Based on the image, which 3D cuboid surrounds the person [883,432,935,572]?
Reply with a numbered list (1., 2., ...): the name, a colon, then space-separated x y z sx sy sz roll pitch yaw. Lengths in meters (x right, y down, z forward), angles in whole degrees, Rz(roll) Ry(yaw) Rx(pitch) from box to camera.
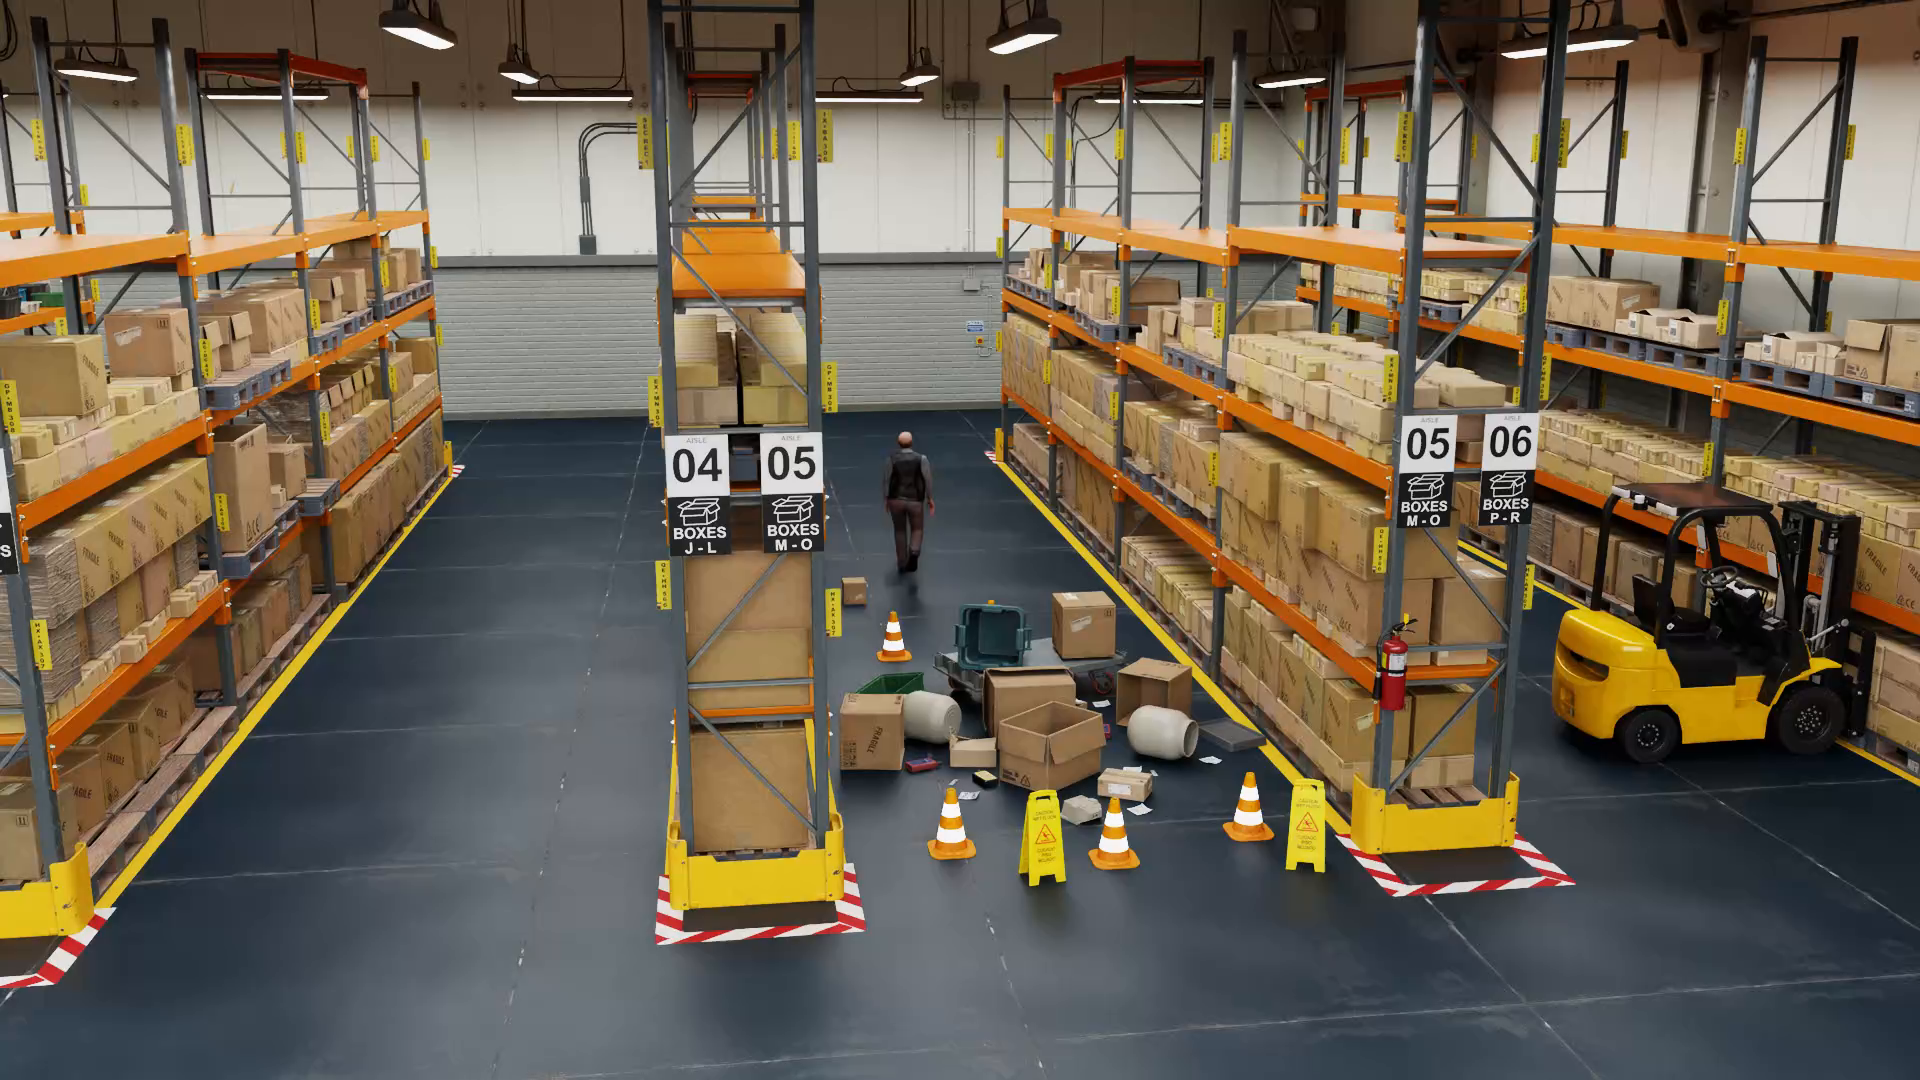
1. person: -0.609 -0.438 19.882 0.611 1.703 0.592 -1 13 -3
